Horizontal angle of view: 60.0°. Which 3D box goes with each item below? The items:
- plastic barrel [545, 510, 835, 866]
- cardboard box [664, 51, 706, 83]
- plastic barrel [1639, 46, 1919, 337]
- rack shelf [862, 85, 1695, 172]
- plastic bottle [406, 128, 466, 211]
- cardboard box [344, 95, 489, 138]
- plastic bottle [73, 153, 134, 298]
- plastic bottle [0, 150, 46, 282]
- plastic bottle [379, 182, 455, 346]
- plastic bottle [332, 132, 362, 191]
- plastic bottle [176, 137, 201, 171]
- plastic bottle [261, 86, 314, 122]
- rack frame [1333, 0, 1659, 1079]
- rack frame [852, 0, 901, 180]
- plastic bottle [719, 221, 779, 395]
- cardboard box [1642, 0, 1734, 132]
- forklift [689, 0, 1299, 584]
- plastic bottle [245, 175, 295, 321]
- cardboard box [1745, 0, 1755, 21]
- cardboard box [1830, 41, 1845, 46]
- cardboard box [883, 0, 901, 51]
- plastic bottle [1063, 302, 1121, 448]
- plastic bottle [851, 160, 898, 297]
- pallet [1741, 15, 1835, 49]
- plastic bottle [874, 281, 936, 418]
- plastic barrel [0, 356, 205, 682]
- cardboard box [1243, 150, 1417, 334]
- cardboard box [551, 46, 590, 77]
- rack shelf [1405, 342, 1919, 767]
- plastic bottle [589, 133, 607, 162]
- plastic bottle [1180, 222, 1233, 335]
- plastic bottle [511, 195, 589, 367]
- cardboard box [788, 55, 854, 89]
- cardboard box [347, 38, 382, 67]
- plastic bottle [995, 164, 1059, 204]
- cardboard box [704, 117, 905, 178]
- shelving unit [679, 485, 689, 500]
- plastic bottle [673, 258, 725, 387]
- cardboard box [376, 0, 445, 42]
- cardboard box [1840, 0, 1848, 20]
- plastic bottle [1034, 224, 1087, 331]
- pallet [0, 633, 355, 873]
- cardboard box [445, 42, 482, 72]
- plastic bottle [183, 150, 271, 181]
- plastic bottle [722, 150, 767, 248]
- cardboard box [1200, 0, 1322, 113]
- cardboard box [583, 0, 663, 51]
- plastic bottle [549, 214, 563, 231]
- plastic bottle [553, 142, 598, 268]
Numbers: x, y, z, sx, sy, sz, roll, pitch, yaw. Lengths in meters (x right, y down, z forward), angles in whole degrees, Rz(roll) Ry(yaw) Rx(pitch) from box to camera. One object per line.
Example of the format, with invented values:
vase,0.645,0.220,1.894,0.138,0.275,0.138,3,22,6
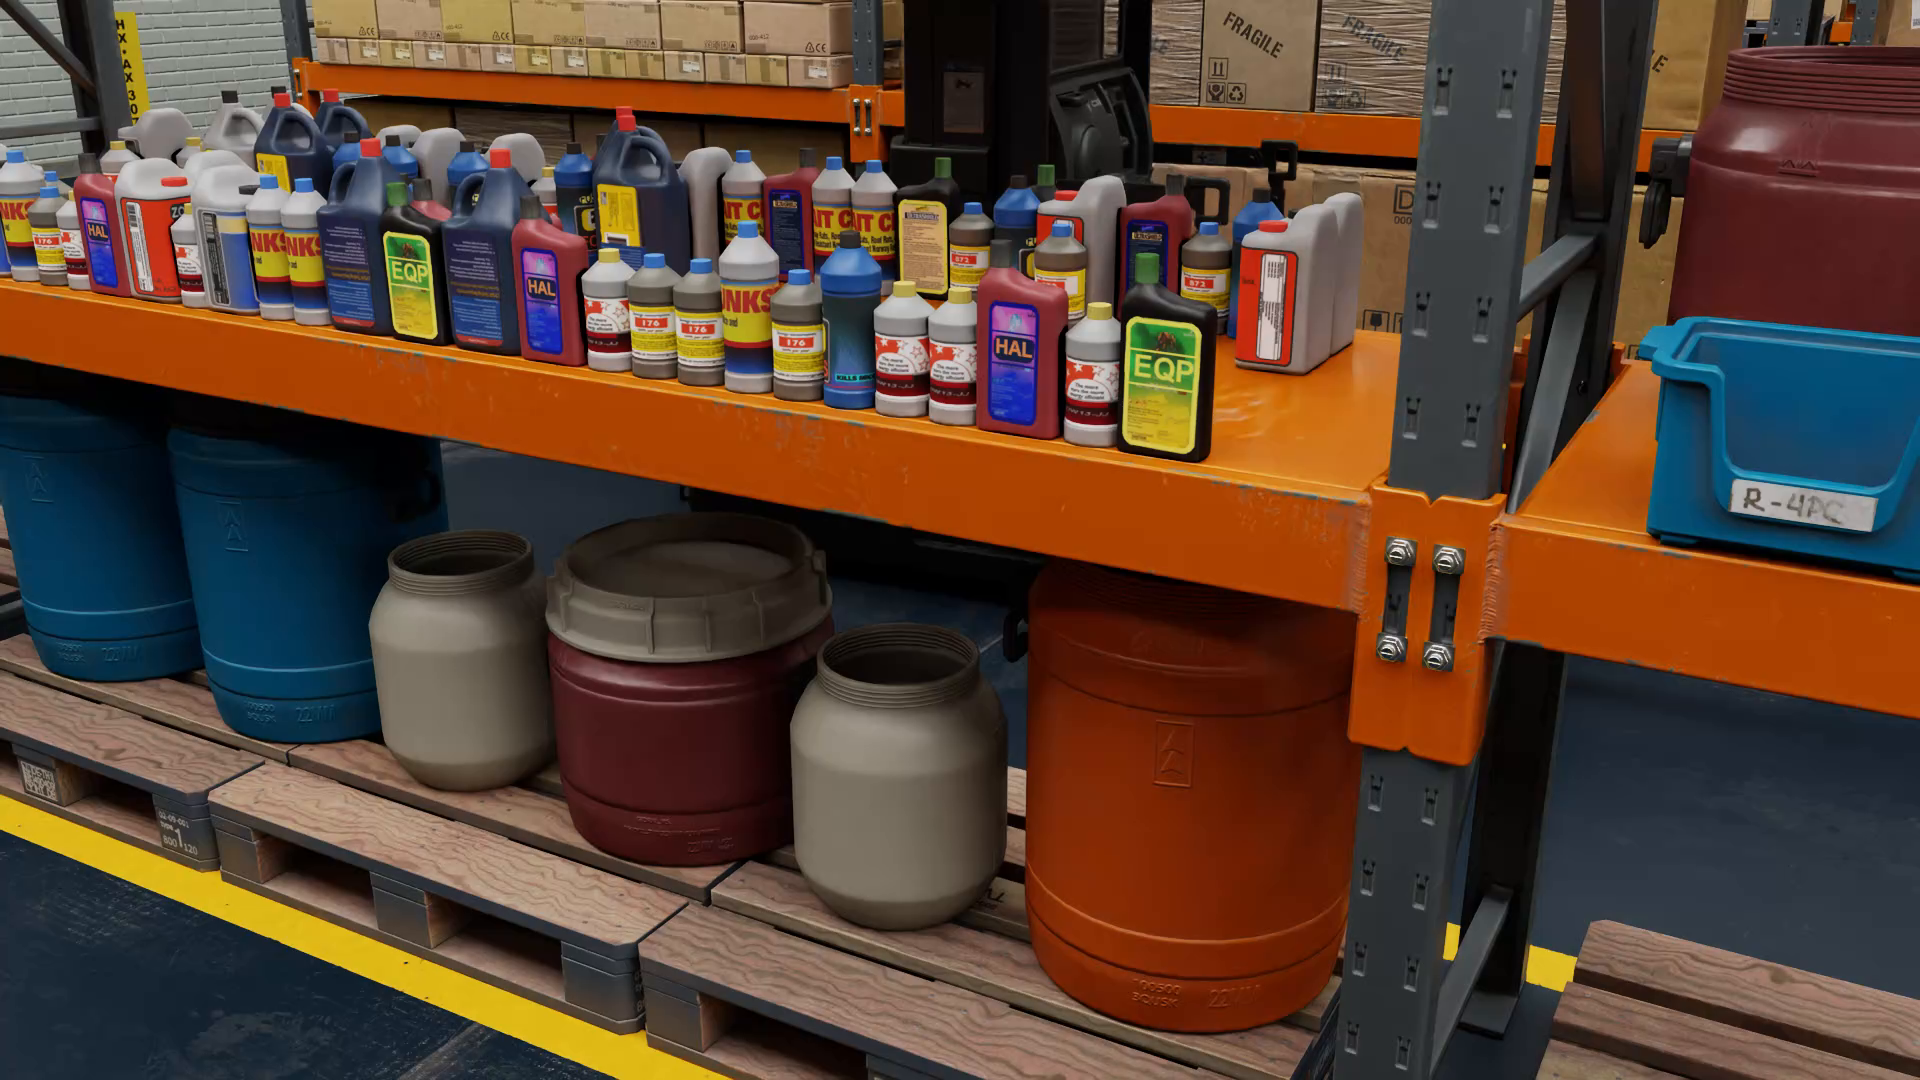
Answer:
plastic barrel,-0.567,0.299,3.563,0.708,0.588,0.600,11,23,27
cardboard box,-1.321,-2.476,8.661,0.250,0.149,0.380,11,23,28
plastic barrel,1.407,-0.450,2.508,0.708,0.536,0.600,11,23,27
rack shelf,1.524,-1.842,7.600,4.000,0.370,1.077,11,23,27
plastic bottle,-1.259,-0.844,3.974,0.135,0.276,0.152,11,23,27
cardboard box,-3.116,-2.294,10.291,0.875,0.875,0.875,11,23,27
plastic bottle,-1.750,-0.648,3.423,0.133,0.283,0.061,11,23,27
plastic bottle,-2.012,-0.699,3.583,0.097,0.271,0.097,0,20,0
plastic bottle,-0.982,-0.502,3.020,0.133,0.283,0.061,11,23,27
plastic bottle,-1.421,-0.824,3.926,0.097,0.271,0.097,0,20,0
plastic bottle,-2.021,-0.965,4.417,0.097,0.201,0.097,0,20,0
plastic bottle,-1.676,-0.960,4.184,0.185,0.351,0.144,11,23,27
rack frame,0.855,-0.373,2.495,0.127,3.000,1.000,11,23,27
rack frame,-0.222,-2.513,8.394,0.127,3.000,1.000,11,23,27
plastic bottle,-0.340,-0.381,2.705,0.097,0.271,0.097,0,20,0
cardboard box,2.718,-1.903,6.566,0.500,0.500,0.500,12,23,29
forklift,0.636,-1.309,5.175,3.031,2.935,1.130,8,21,20
plastic bottle,-1.321,-0.568,3.219,0.097,0.271,0.097,0,20,0
cardboard box,4.906,-3.374,10.520,0.250,0.149,0.380,11,23,27
cardboard box,10.217,-5.783,19.507,0.250,0.149,0.380,12,23,30
cardboard box,-0.504,-2.738,8.799,0.500,0.250,0.500,10,22,26
plastic bottle,0.201,-0.245,2.432,0.097,0.201,0.097,0,20,0
plastic bottle,-0.175,-0.646,3.435,0.097,0.271,0.097,0,20,0
pallet,5.103,-3.304,10.856,1.003,0.211,1.213,11,23,27
plastic bottle,-0.085,-0.299,2.583,0.097,0.201,0.097,0,20,0
plastic barrel,-2.171,-0.154,4.352,0.708,0.901,0.600,11,23,27
cardboard box,1.903,-1.318,7.599,0.875,0.875,1.225,11,23,27
cardboard box,-1.992,-2.604,9.014,0.250,0.149,0.380,11,23,28
rack shelf,2.601,0.298,1.701,4.000,0.370,1.077,11,23,27
plastic bottle,-0.832,-0.784,3.798,0.133,0.283,0.061,11,23,27
plastic bottle,0.462,-0.492,3.113,0.097,0.201,0.097,0,20,0
plastic bottle,-0.705,-0.449,2.874,0.133,0.283,0.061,11,23,27
cardboard box,-0.648,-2.348,8.308,0.250,0.149,0.380,11,23,28
cardboard box,-3.340,-2.860,9.720,0.250,0.149,0.380,10,22,27
plastic bottle,0.136,-0.599,3.290,0.133,0.283,0.061,11,23,27
cardboard box,-0.759,-1.845,9.053,0.875,0.875,0.875,11,23,27
shelving unit,-0.919,-0.658,6.122,0.252,1.050,0.215,11,22,35
plastic bottle,-0.425,-0.364,2.761,0.097,0.201,0.097,0,20,0
cardboard box,-2.970,-3.003,9.528,0.500,0.250,0.500,10,22,27
cardboard box,7.798,-4.884,15.149,0.500,0.250,0.500,10,22,26
plastic bottle,0.186,-0.485,3.094,0.097,0.201,0.097,0,20,0
pallet,-1.984,0.413,4.416,1.213,0.211,1.003,11,23,27
cardboard box,-2.667,-2.732,9.367,0.250,0.149,0.380,10,22,26
plastic bottle,-1.537,-0.681,3.526,0.135,0.276,0.152,11,23,27
plastic bottle,-0.462,-0.700,3.586,0.097,0.271,0.097,0,20,0
cardboard box,1.387,-2.158,7.269,0.500,0.500,0.500,11,23,28
cardboard box,-1.634,-2.748,8.825,0.500,0.250,0.500,11,23,28
plastic bottle,-0.796,-0.522,3.077,0.133,0.283,0.061,11,23,27
plastic bottle,-0.855,-0.752,3.727,0.097,0.271,0.097,0,20,0
